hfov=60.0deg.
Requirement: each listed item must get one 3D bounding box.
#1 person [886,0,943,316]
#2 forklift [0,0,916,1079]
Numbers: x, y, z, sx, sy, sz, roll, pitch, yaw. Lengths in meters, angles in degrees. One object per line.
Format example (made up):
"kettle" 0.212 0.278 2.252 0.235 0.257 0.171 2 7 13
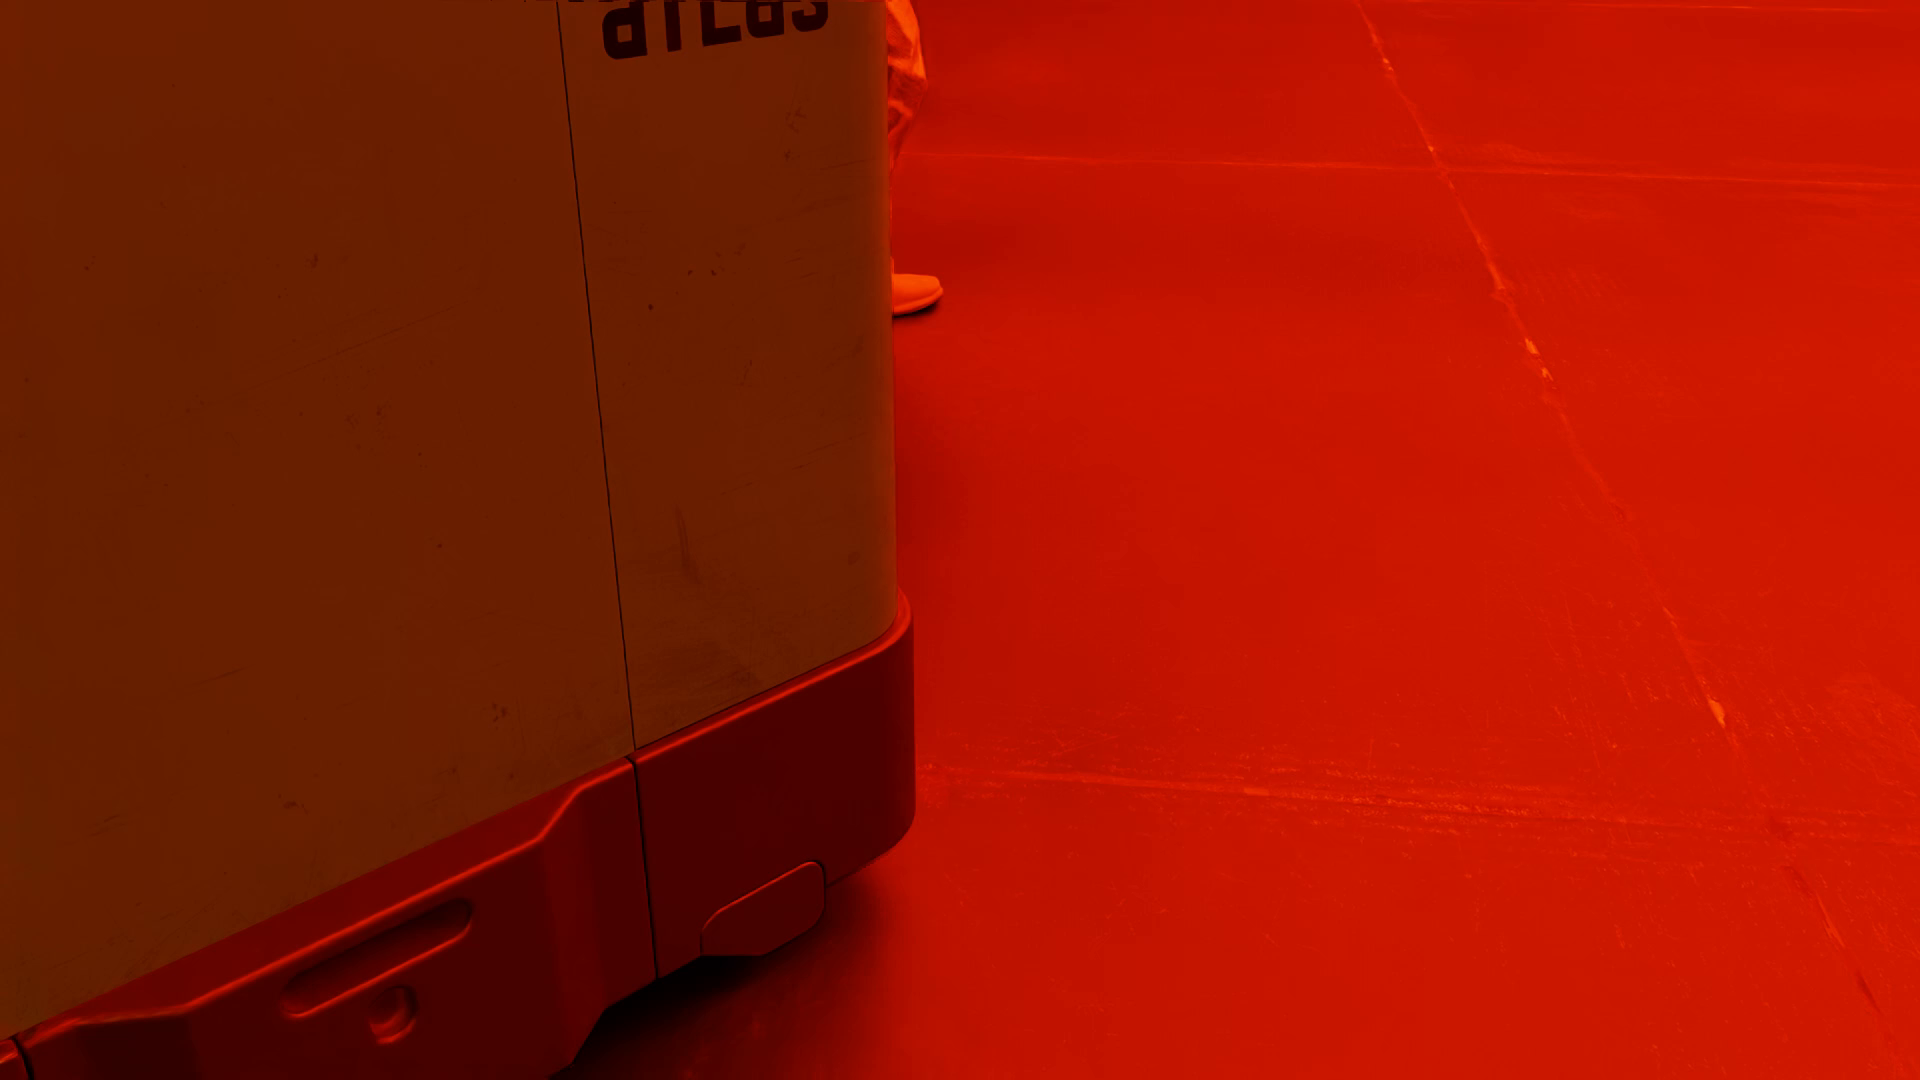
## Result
"person" -0.397 -1.125 2.869 0.473 1.749 0.905 22 34 36
"forklift" -1.463 -0.663 0.546 3.031 2.935 1.130 -23 35 -38
